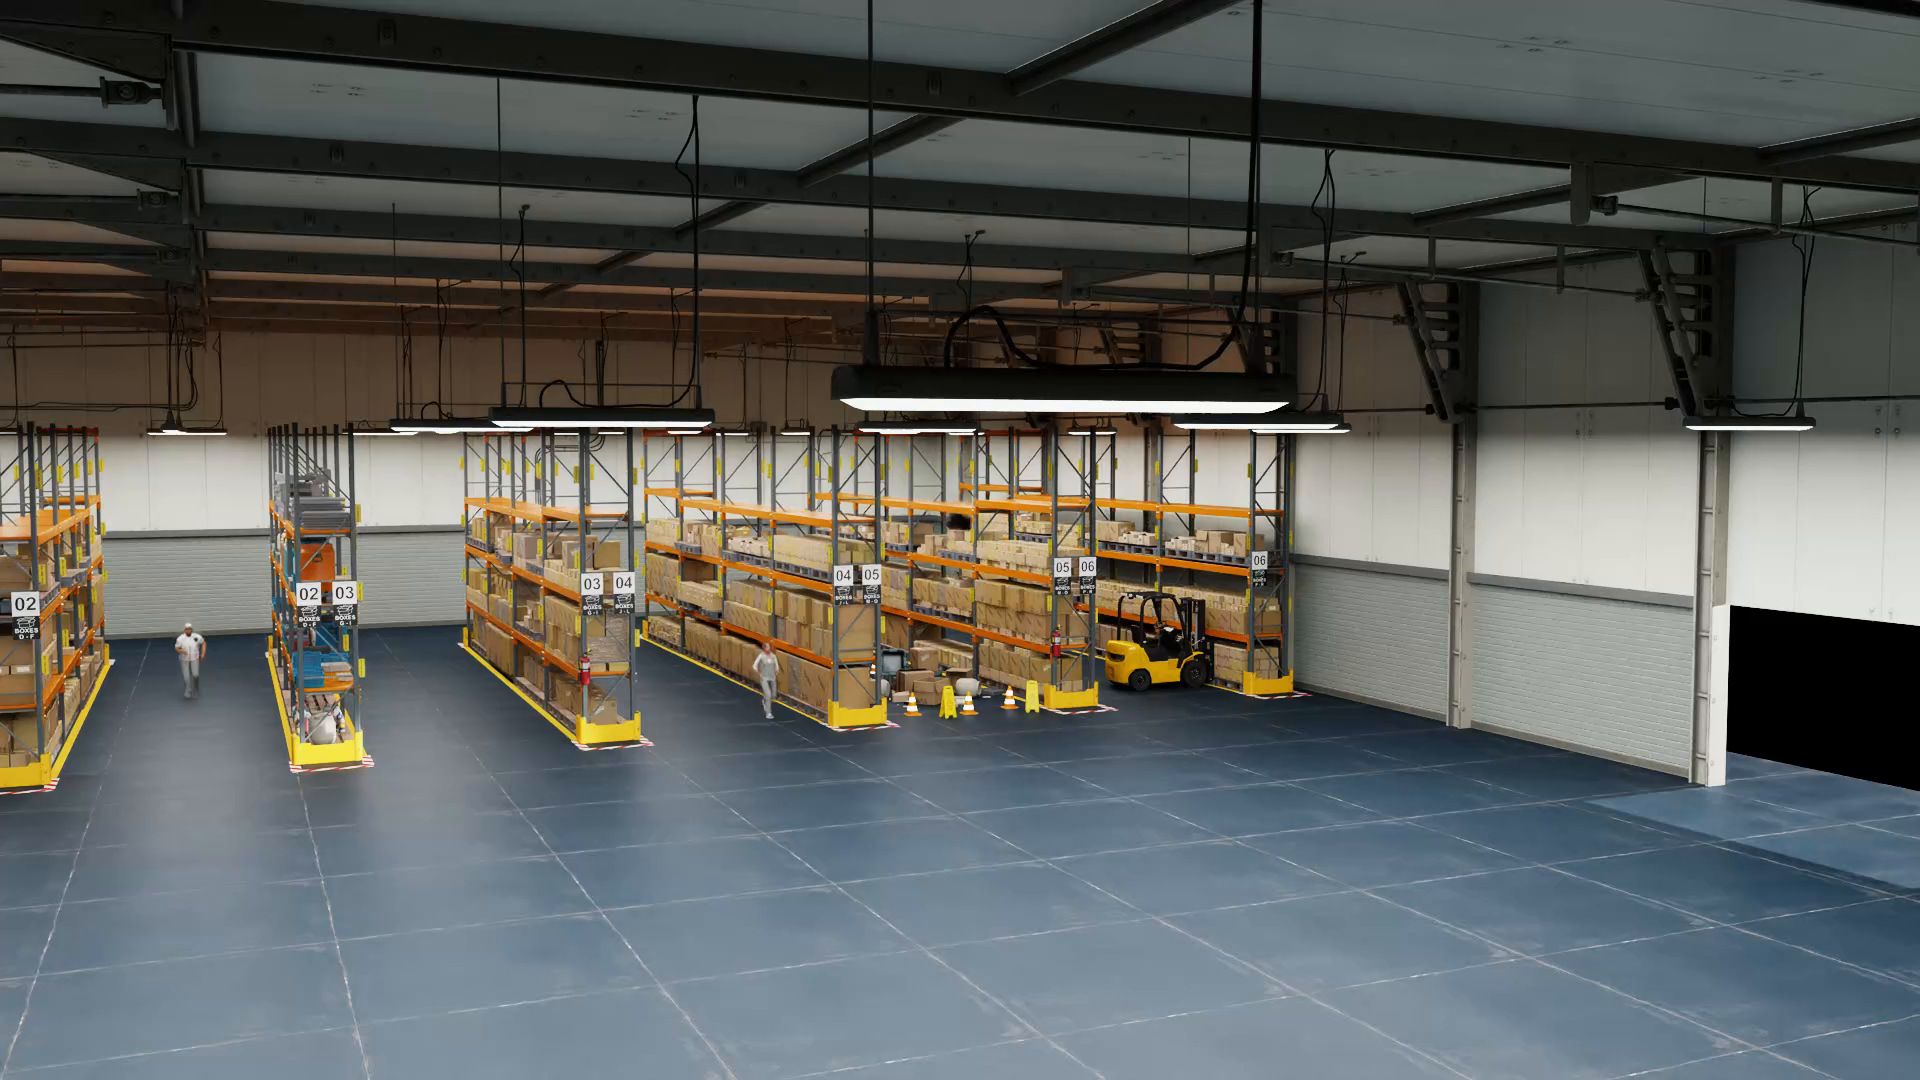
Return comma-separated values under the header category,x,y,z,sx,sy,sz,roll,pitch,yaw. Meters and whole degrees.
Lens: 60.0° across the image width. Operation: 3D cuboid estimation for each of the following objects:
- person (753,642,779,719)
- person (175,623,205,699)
category,x,y,z,sx,sy,sz,roll,pitch,yaw
person,-3.971,2.861,34.090,0.541,1.552,0.666,-2,4,-28
person,-16.925,2.680,36.582,0.619,1.711,0.691,-2,4,-26
